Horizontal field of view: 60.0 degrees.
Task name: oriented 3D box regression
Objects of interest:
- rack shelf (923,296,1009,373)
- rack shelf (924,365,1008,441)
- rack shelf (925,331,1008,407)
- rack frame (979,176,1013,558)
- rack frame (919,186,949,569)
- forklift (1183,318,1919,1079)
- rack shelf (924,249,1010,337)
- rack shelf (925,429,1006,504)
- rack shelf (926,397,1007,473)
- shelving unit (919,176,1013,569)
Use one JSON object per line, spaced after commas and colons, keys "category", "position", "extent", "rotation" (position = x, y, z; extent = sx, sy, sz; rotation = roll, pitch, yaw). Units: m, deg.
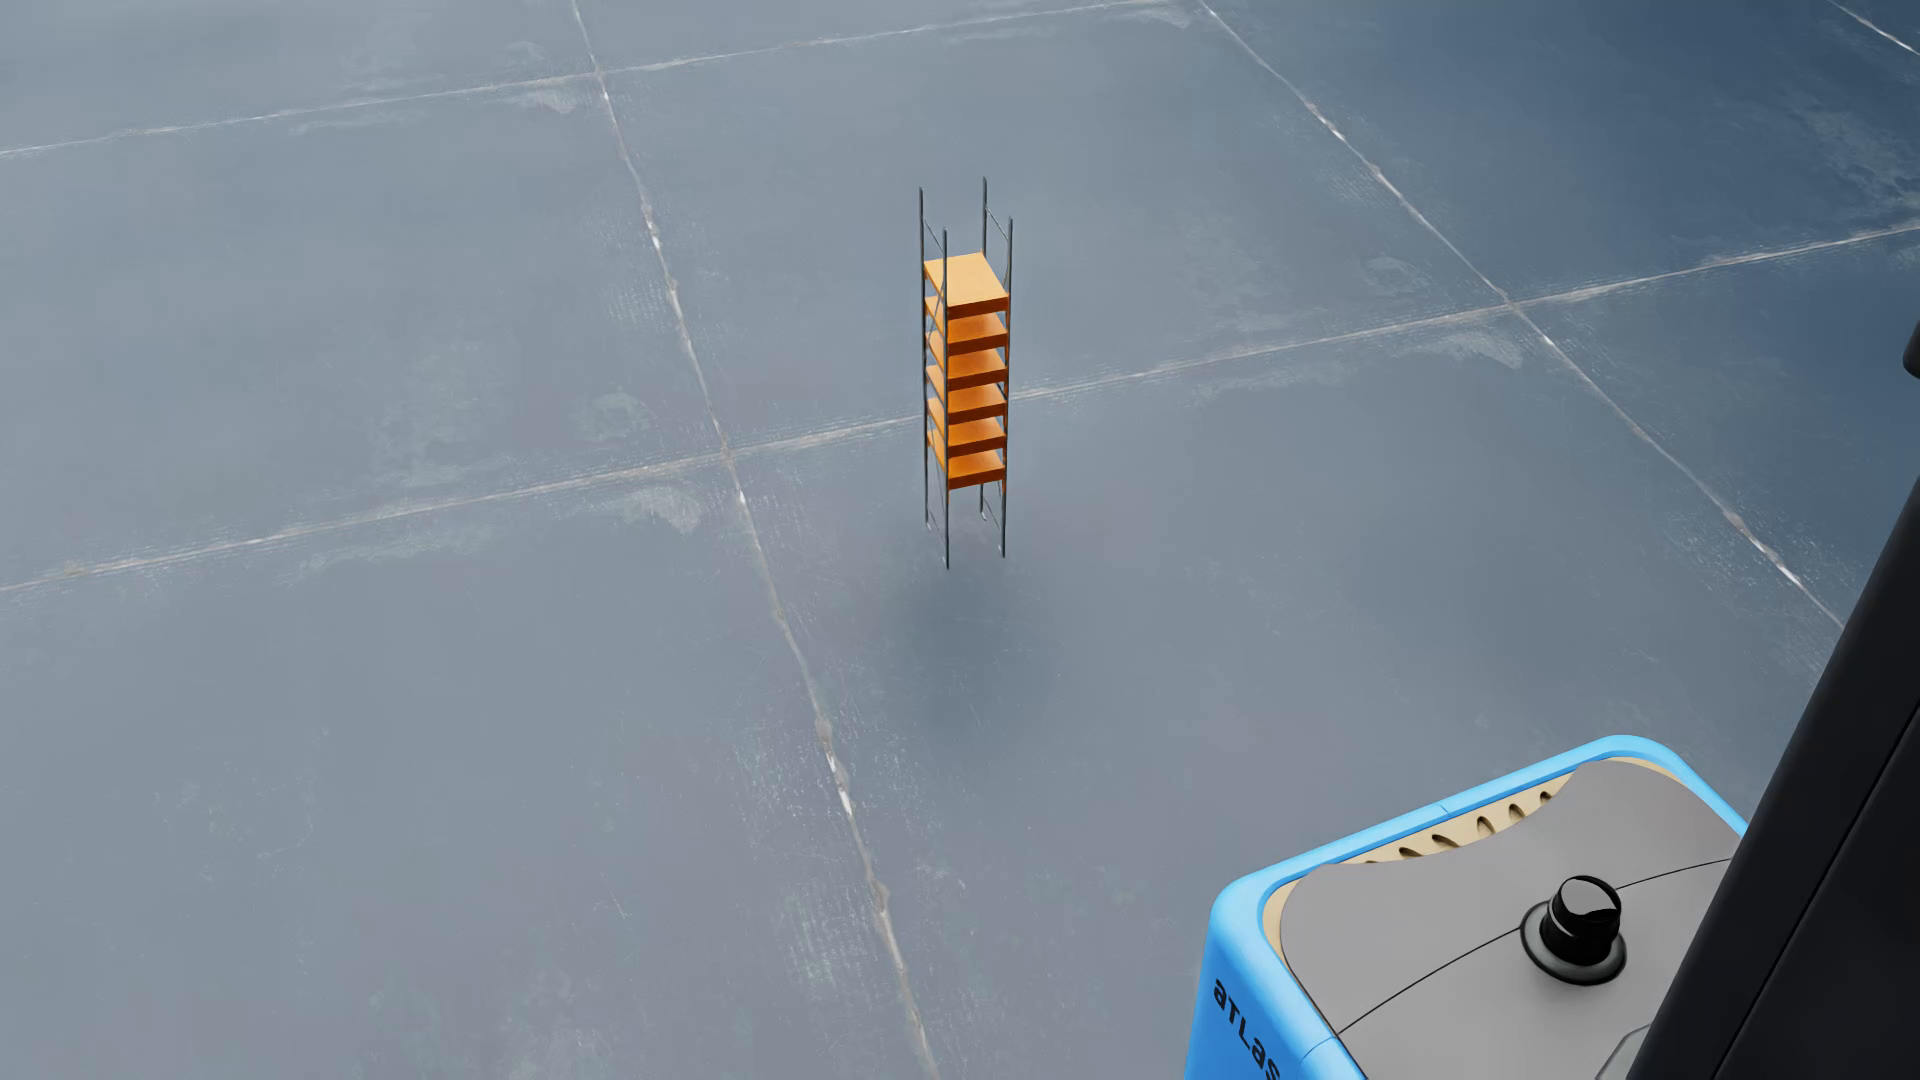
{"category": "rack shelf", "position": [0.014, -0.602, 4.730], "extent": [0.180, 0.103, 0.258], "rotation": [-12, 42, -13]}
{"category": "rack shelf", "position": [0.014, -0.421, 4.888], "extent": [0.180, 0.103, 0.258], "rotation": [-12, 42, -13]}
{"category": "rack shelf", "position": [0.014, -0.512, 4.809], "extent": [0.180, 0.103, 0.258], "rotation": [-12, 42, -13]}
{"category": "rack frame", "position": [0.101, -0.473, 4.879], "extent": [0.006, 1.200, 0.240], "rotation": [-12, 42, -13]}
{"category": "rack frame", "position": [-0.073, -0.437, 4.838], "extent": [0.006, 1.200, 0.240], "rotation": [-12, 42, -13]}
{"category": "forklift", "position": [1.487, 1.075, 1.792], "extent": [1.130, 2.935, 3.031], "rotation": [-16, 44, -18]}
{"category": "rack shelf", "position": [0.014, -0.692, 4.651], "extent": [0.180, 0.103, 0.258], "rotation": [-12, 42, -13]}
{"category": "rack shelf", "position": [0.014, -0.241, 5.046], "extent": [0.180, 0.103, 0.258], "rotation": [-12, 42, -13]}
{"category": "rack shelf", "position": [0.014, -0.331, 4.967], "extent": [0.180, 0.103, 0.258], "rotation": [-12, 42, -13]}
{"category": "shelving unit", "position": [0.014, -0.455, 4.859], "extent": [0.189, 1.200, 0.258], "rotation": [-12, 42, -13]}
